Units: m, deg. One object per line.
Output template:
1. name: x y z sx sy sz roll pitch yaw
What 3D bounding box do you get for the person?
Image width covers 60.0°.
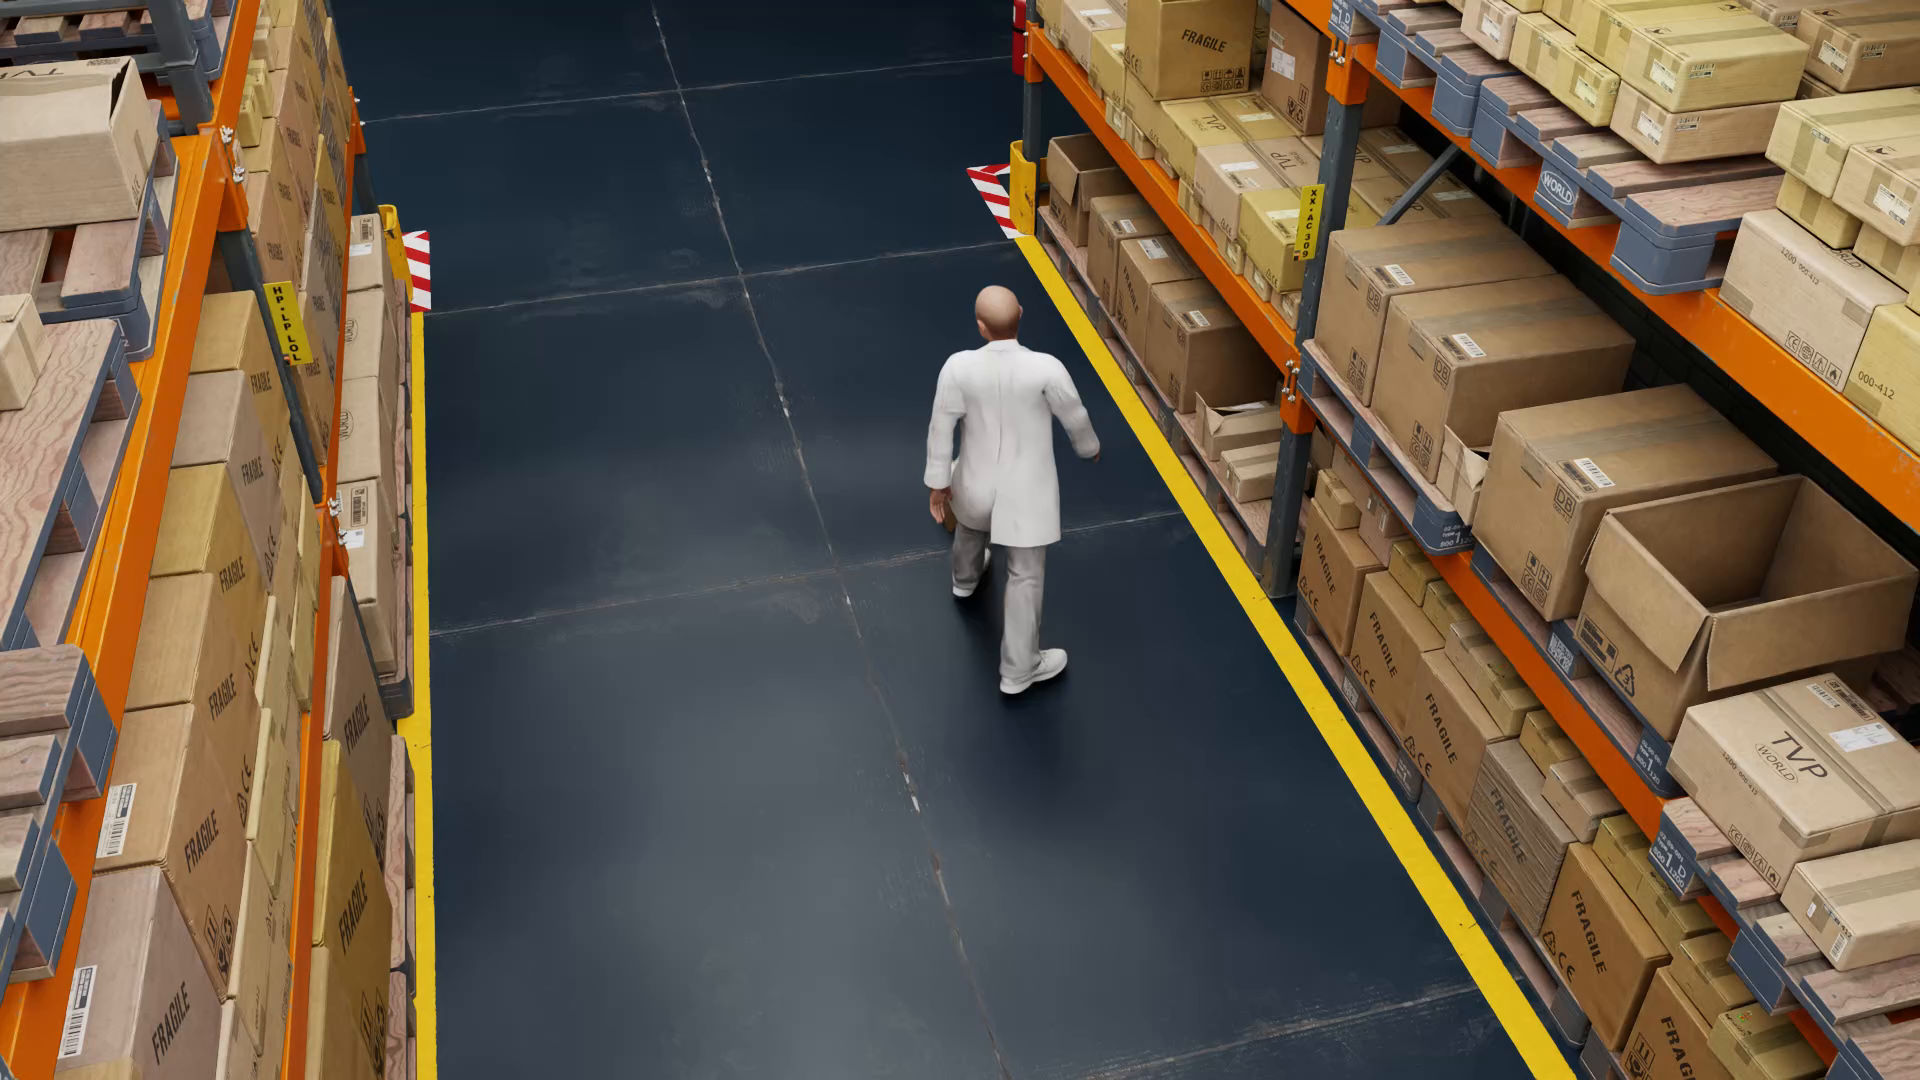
1. person: 0.217 -0.290 7.097 0.681 1.730 0.936 13 40 16
